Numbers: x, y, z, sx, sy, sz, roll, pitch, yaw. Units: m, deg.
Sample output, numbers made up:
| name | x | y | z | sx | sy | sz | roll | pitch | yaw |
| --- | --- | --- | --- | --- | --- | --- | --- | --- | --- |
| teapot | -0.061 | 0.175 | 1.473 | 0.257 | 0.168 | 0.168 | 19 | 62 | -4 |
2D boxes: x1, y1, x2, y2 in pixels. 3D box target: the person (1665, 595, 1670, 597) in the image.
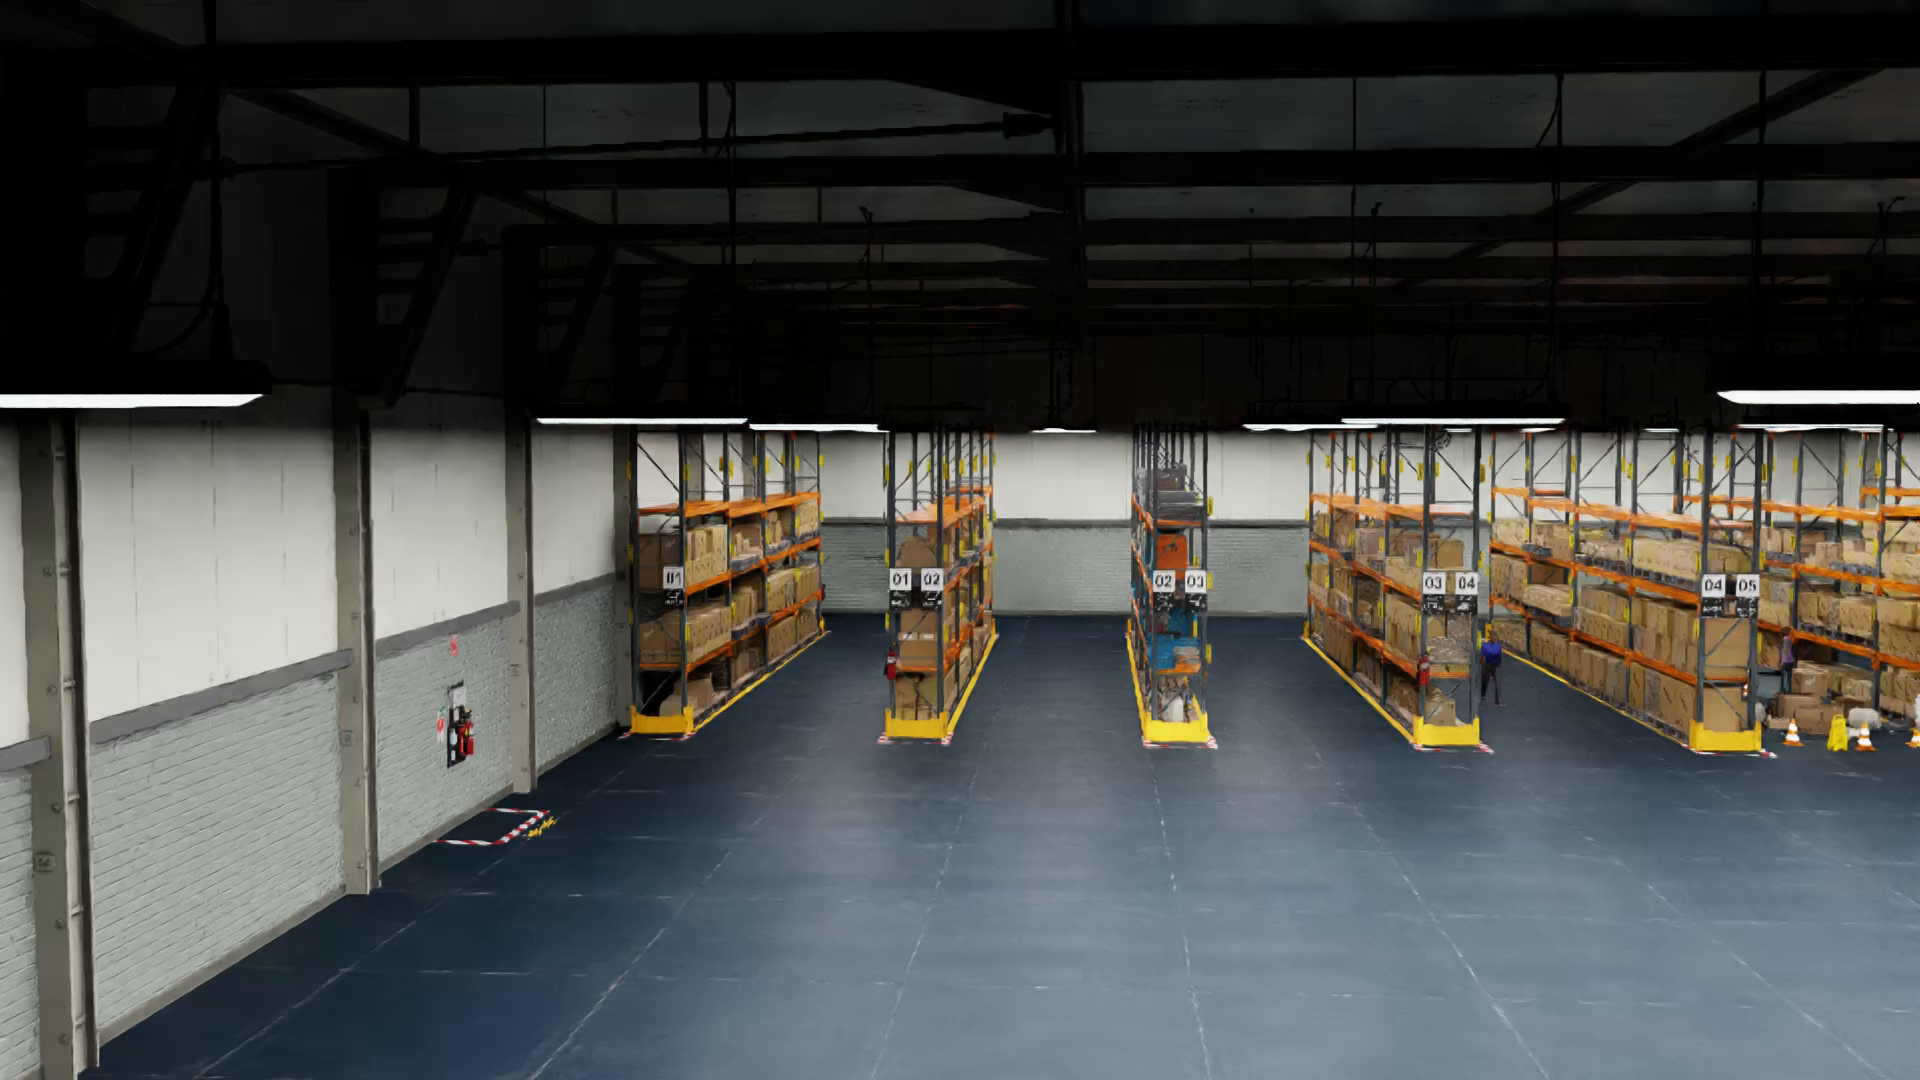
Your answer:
| name | x | y | z | sx | sy | sz | roll | pitch | yaw |
| --- | --- | --- | --- | --- | --- | --- | --- | --- | --- |
| person | 20.518 | 1.822 | 47.782 | 0.624 | 1.782 | 0.579 | -2 | 4 | -29 |

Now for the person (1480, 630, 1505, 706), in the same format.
| name | x | y | z | sx | sy | sz | roll | pitch | yaw |
| --- | --- | --- | --- | --- | --- | --- | --- | --- | --- |
| person | 11.247 | 2.689 | 35.234 | 0.447 | 1.574 | 1.088 | 0 | 4 | 7 |

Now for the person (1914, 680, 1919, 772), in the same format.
| name | x | y | z | sx | sy | sz | roll | pitch | yaw |
| --- | --- | --- | --- | --- | --- | --- | --- | --- | --- |
| person | 16.357 | 3.115 | 27.983 | 0.411 | 1.658 | 0.598 | -2 | 4 | -23 |

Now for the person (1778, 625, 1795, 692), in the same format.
| name | x | y | z | sx | sy | sz | roll | pitch | yaw |
| --- | --- | --- | --- | --- | --- | --- | --- | --- | --- |
| person | 17.817 | 2.638 | 35.934 | 0.527 | 1.592 | 0.521 | 2 | 4 | 30 |
